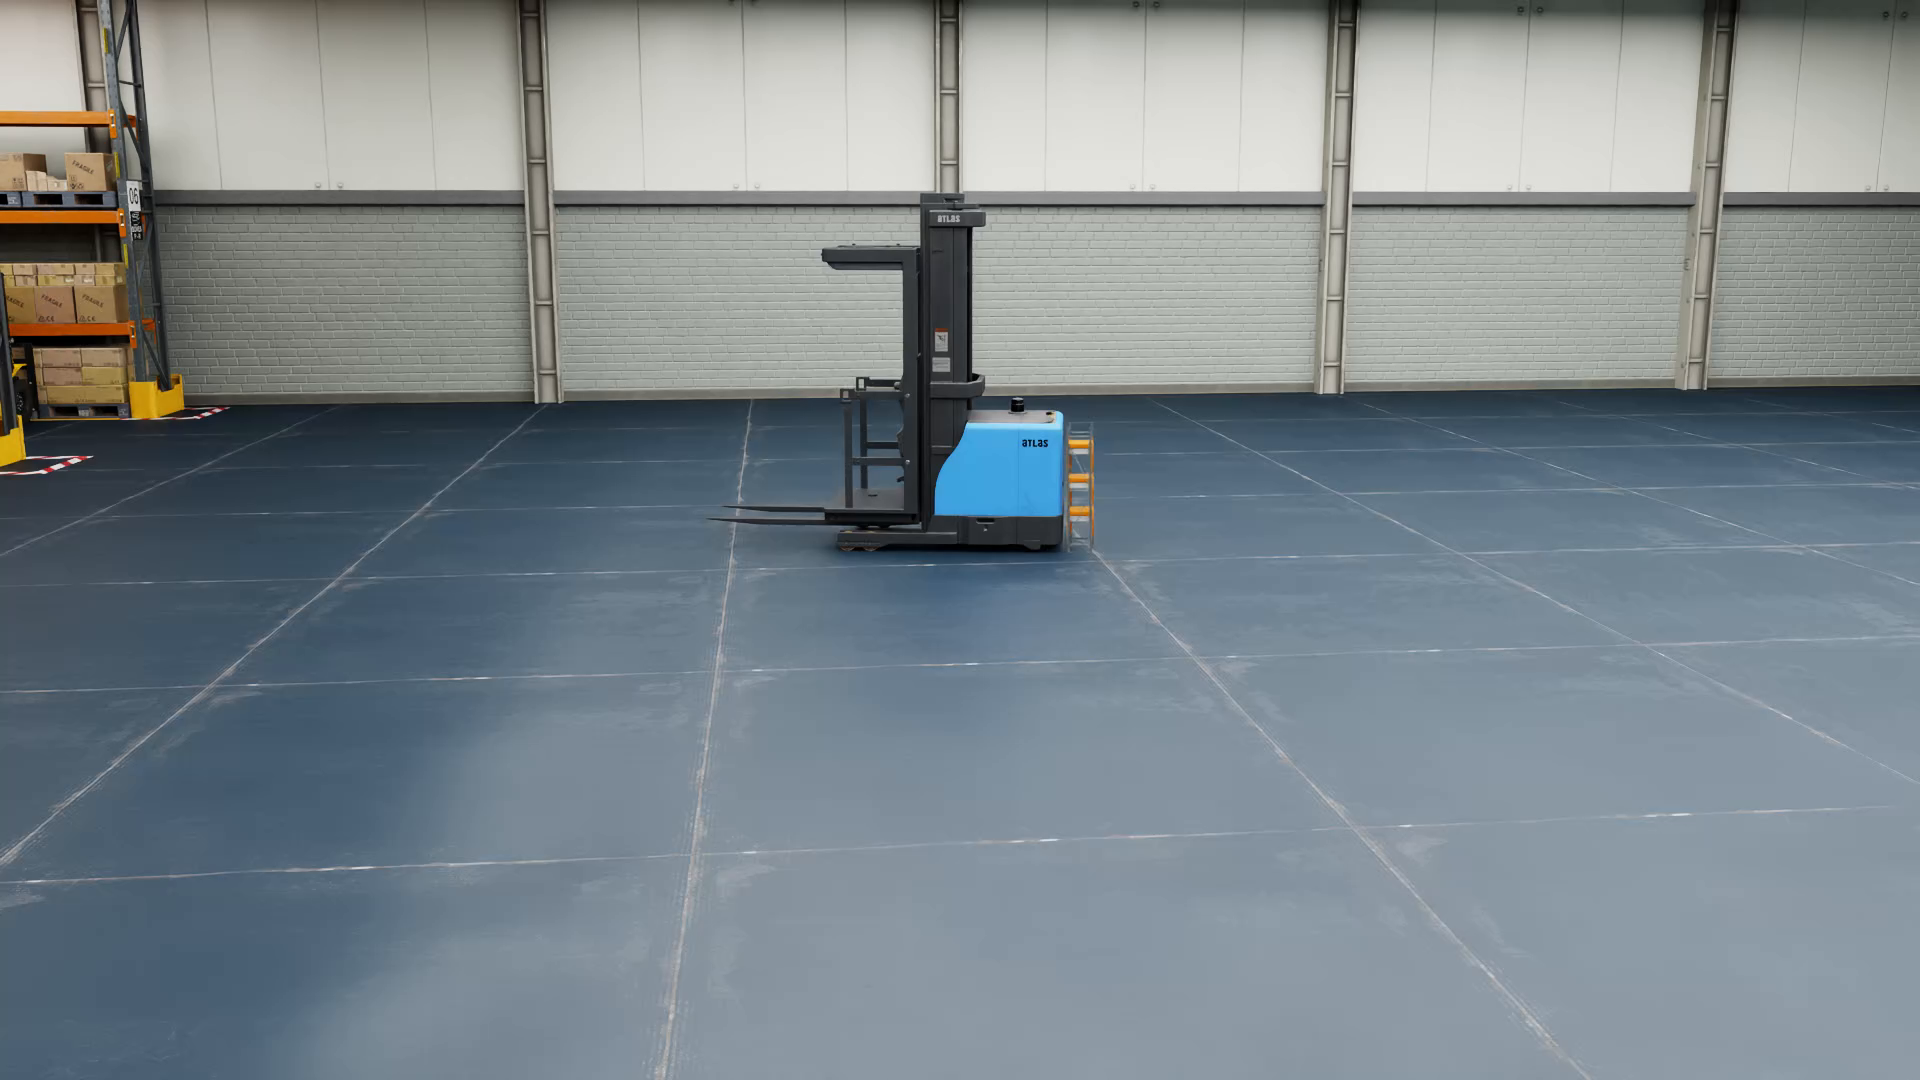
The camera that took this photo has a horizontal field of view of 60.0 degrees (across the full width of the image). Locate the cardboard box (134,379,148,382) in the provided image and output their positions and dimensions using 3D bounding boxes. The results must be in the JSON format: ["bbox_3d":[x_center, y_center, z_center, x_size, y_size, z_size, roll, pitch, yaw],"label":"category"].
[{"bbox_3d":[-11.823,-2.137,23.501,0.500,0.250,0.500,-1,11,-6],"label":"cardboard box"}]

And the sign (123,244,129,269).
[{"bbox_3d":[-11.269,-3.833,22.473,0.005,0.325,0.100,-1,11,-6],"label":"sign"}]

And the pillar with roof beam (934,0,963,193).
[{"bbox_3d":[0.291,-5.779,20.437,0.400,9.000,9.100,-1,11,-6],"label":"pillar with roof beam"}]

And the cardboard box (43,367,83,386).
[{"bbox_3d":[-12.264,-2.277,22.915,0.500,0.250,0.500,-1,11,-7],"label":"cardboard box"}]

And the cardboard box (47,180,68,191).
[{"bbox_3d":[-12.105,-4.781,22.439,0.250,0.149,0.380,-2,11,-8],"label":"cardboard box"}]

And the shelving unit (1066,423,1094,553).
[{"bbox_3d":[1.002,-0.434,13.839,0.215,1.050,0.252,0,11,8],"label":"shelving unit"}]

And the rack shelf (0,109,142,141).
[{"bbox_3d":[-13.302,-5.606,22.455,4.000,0.370,1.077,-1,11,-6],"label":"rack shelf"}]

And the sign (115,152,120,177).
[{"bbox_3d":[-11.269,-5.016,22.240,0.005,0.325,0.100,-1,11,-6],"label":"sign"}]

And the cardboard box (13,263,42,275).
[{"bbox_3d":[-12.649,-3.679,22.593,0.250,0.149,0.380,-1,11,-5],"label":"cardboard box"}]

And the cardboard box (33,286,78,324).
[{"bbox_3d":[-12.292,-3.232,22.774,0.500,0.500,0.500,-1,11,-4],"label":"cardboard box"}]

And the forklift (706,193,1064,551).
[{"bbox_3d":[-0.626,-1.447,14.129,3.031,2.935,1.130,1,11,4],"label":"forklift"}]

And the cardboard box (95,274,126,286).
[{"bbox_3d":[-11.628,-3.559,22.756,0.250,0.149,0.380,-1,11,-5],"label":"cardboard box"}]

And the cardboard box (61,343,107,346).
[{"bbox_3d":[-12.308,-2.615,23.343,0.500,0.250,0.500,-1,11,-6],"label":"cardboard box"}]

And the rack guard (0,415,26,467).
[{"bbox_3d":[-10.850,-1.073,18.529,0.348,0.500,1.175,-1,11,-6],"label":"rack guard"}]

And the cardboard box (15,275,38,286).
[{"bbox_3d":[-12.652,-3.537,22.642,0.250,0.149,0.380,-2,11,-8],"label":"cardboard box"}]

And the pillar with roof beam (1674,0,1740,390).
[{"bbox_3d":[12.221,-6.029,21.708,0.400,9.000,9.100,-1,11,-6],"label":"pillar with roof beam"}]

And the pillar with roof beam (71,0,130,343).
[{"bbox_3d":[-11.638,-5.529,19.165,0.400,9.000,9.100,-1,11,-6],"label":"pillar with roof beam"}]

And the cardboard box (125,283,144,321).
[{"bbox_3d":[-11.836,-3.345,23.347,0.500,0.500,0.500,-1,11,-4],"label":"cardboard box"}]

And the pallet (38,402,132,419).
[{"bbox_3d":[-12.070,-1.861,23.285,1.213,0.211,1.003,-1,11,-6],"label":"pallet"}]

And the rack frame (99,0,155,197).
[{"bbox_3d":[-11.314,-6.196,22.559,0.127,3.000,1.000,-1,11,-6],"label":"rack frame"}]

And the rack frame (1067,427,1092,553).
[{"bbox_3d":[0.985,-0.410,13.720,0.200,1.050,0.008,0,11,8],"label":"rack frame"}]

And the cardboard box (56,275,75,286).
[{"bbox_3d":[-12.144,-3.555,22.732,0.250,0.149,0.380,-1,11,-5],"label":"cardboard box"}]

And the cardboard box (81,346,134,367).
[{"bbox_3d":[-11.738,-2.531,22.913,0.500,0.250,0.500,-1,11,-4],"label":"cardboard box"}]

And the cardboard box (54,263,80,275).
[{"bbox_3d":[-12.146,-3.696,22.683,0.250,0.149,0.380,-1,11,-5],"label":"cardboard box"}]

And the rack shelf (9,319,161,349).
[{"bbox_3d":[-13.302,-2.858,22.995,4.000,0.370,1.077,-1,11,-6],"label":"rack shelf"}]

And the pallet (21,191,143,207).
[{"bbox_3d":[-12.020,-4.672,22.807,1.213,0.211,1.003,-1,11,-6],"label":"pallet"}]

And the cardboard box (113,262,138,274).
[{"bbox_3d":[-11.671,-3.800,23.210,0.250,0.149,0.380,-1,11,-7],"label":"cardboard box"}]

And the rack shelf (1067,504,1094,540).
[{"bbox_3d":[1.008,-0.150,13.893,0.215,0.259,0.240,0,11,8],"label":"rack shelf"}]

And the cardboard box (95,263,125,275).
[{"bbox_3d":[-11.647,-3.718,22.793,0.250,0.149,0.380,-1,11,-6],"label":"cardboard box"}]

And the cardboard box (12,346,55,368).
[{"bbox_3d":[-12.745,-2.507,22.790,0.500,0.250,0.500,-1,11,-5],"label":"cardboard box"}]

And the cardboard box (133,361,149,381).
[{"bbox_3d":[-11.804,-2.385,23.467,0.500,0.250,0.500,-1,11,-5],"label":"cardboard box"}]

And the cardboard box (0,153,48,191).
[{"bbox_3d":[-12.757,-4.971,22.493,0.500,0.500,0.700,-1,11,-6],"label":"cardboard box"}]

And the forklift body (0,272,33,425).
[{"bbox_3d":[-13.002,-2.447,21.239,1.214,2.155,2.313,-1,11,-6],"label":"forklift body"}]

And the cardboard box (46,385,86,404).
[{"bbox_3d":[-12.242,-2.031,22.961,0.500,0.250,0.500,-1,11,-6],"label":"cardboard box"}]
